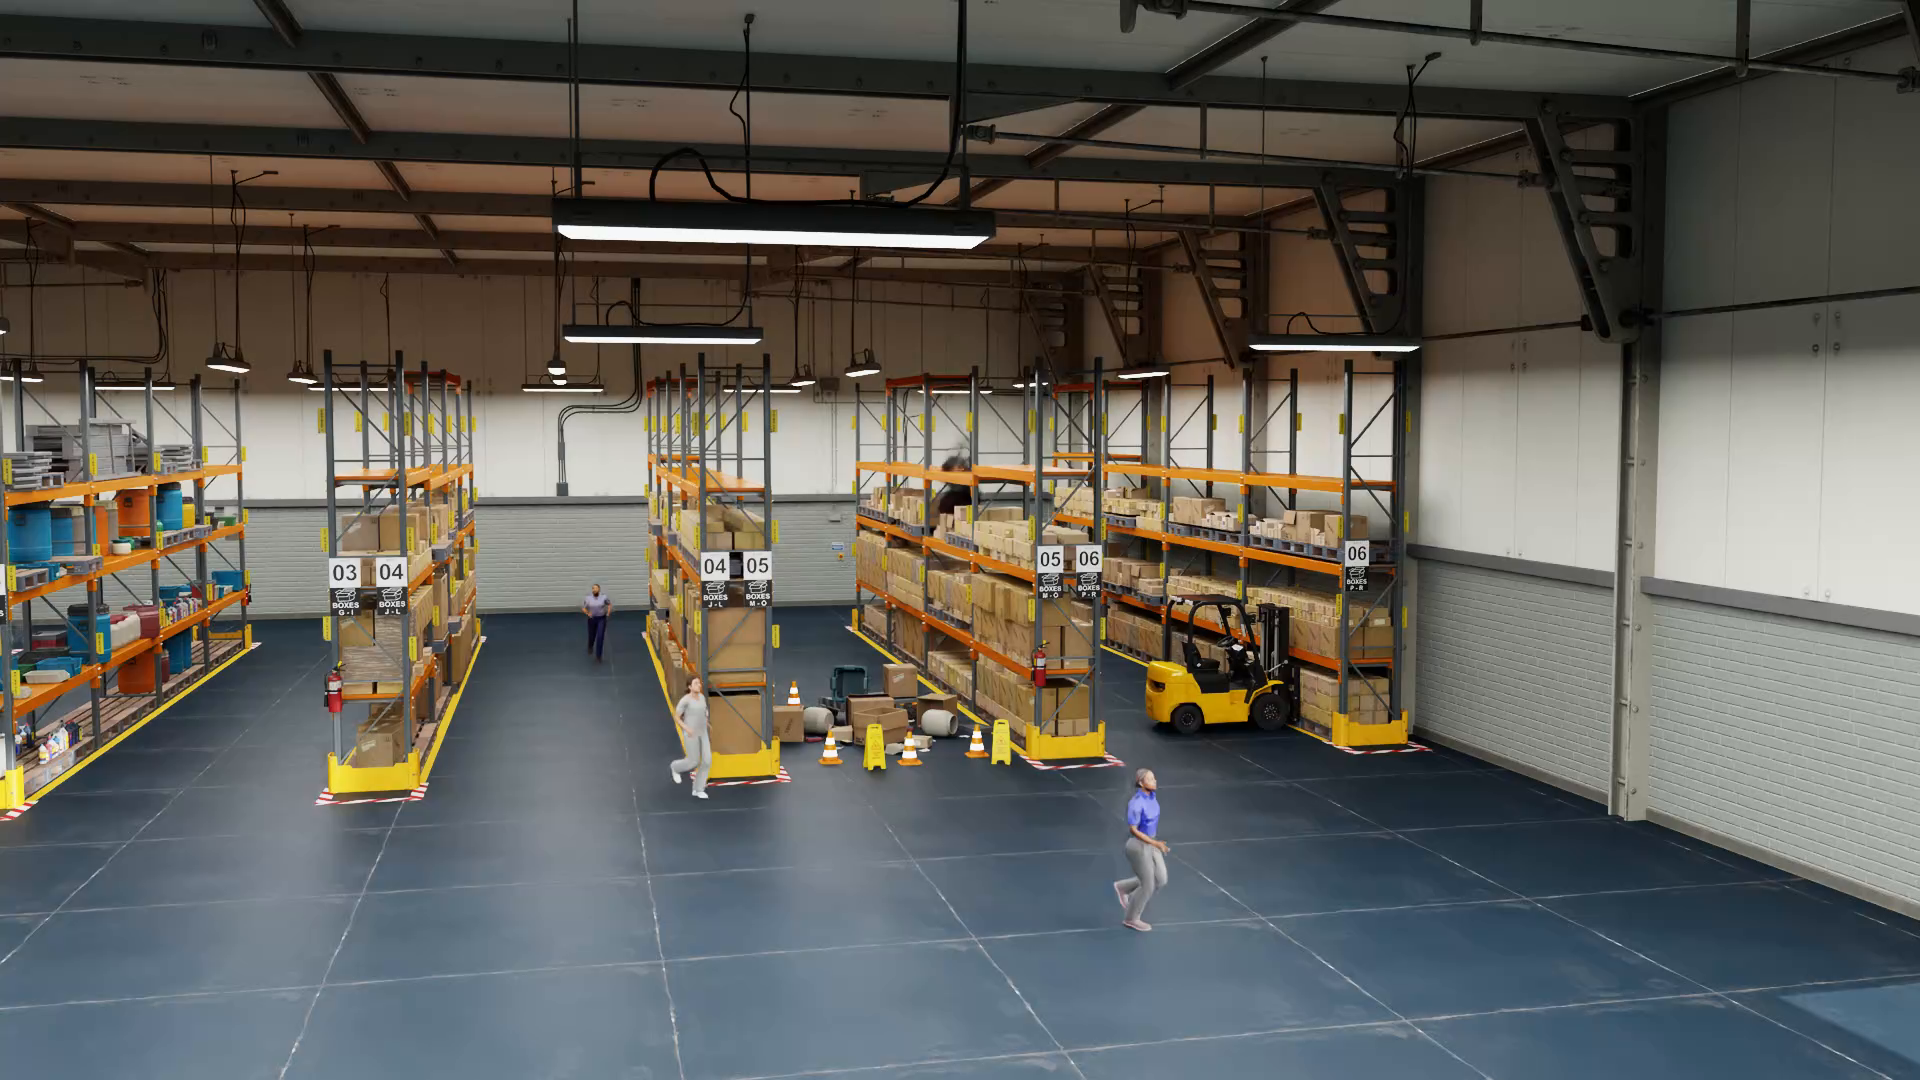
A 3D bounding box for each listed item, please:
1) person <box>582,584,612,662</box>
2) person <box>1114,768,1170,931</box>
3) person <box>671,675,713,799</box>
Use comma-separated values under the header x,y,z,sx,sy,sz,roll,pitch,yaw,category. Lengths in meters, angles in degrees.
x,y,z,sx,sy,sz,roll,pitch,yaw,category
-7.709,1.745,35.360,0.615,1.648,0.838,-1,4,-11,person
1.831,3.058,16.507,0.597,1.617,0.589,2,4,28,person
-3.602,2.640,22.448,0.720,1.632,0.578,4,5,42,person
